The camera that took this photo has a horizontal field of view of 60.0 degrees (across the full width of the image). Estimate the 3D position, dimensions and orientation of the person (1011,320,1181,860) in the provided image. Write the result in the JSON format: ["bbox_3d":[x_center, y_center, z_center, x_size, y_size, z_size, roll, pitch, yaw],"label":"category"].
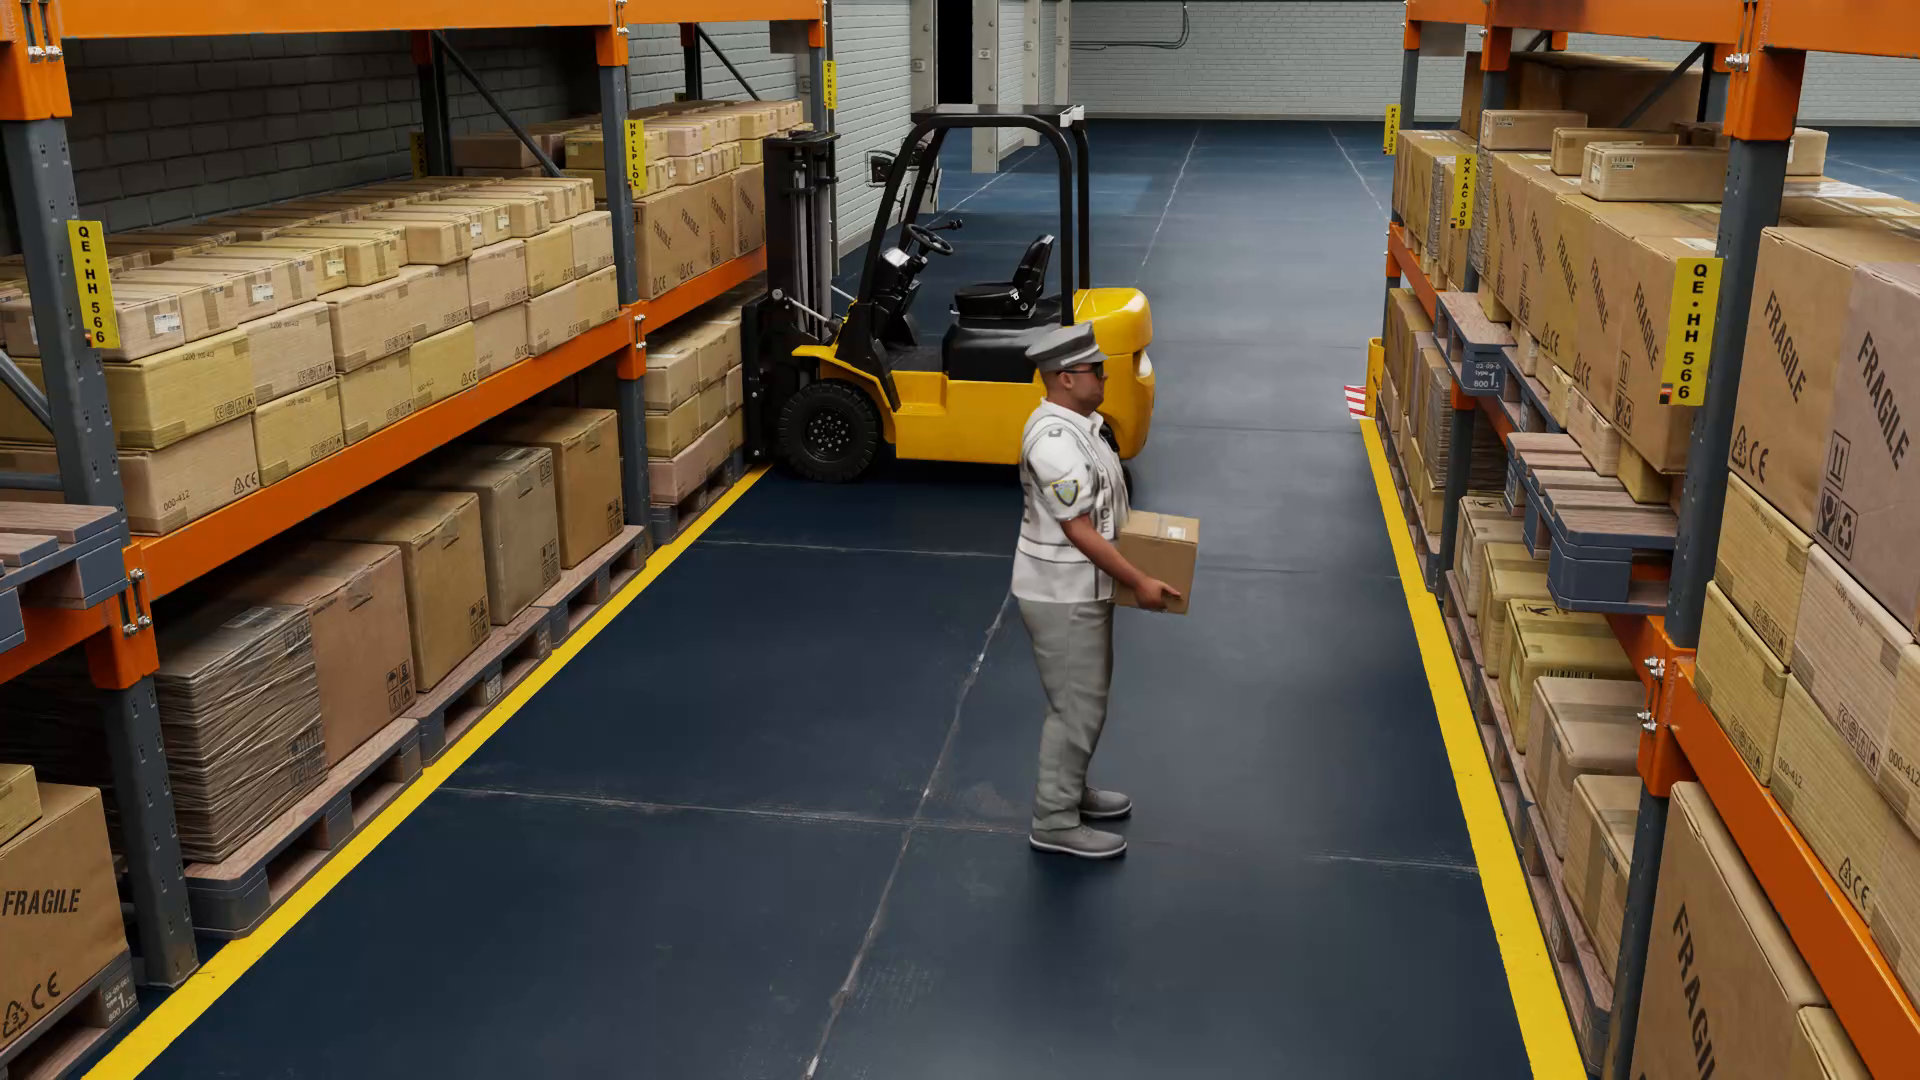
[{"bbox_3d":[0.453,0.156,5.510,0.557,1.774,0.514,3,18,8],"label":"person"}]
